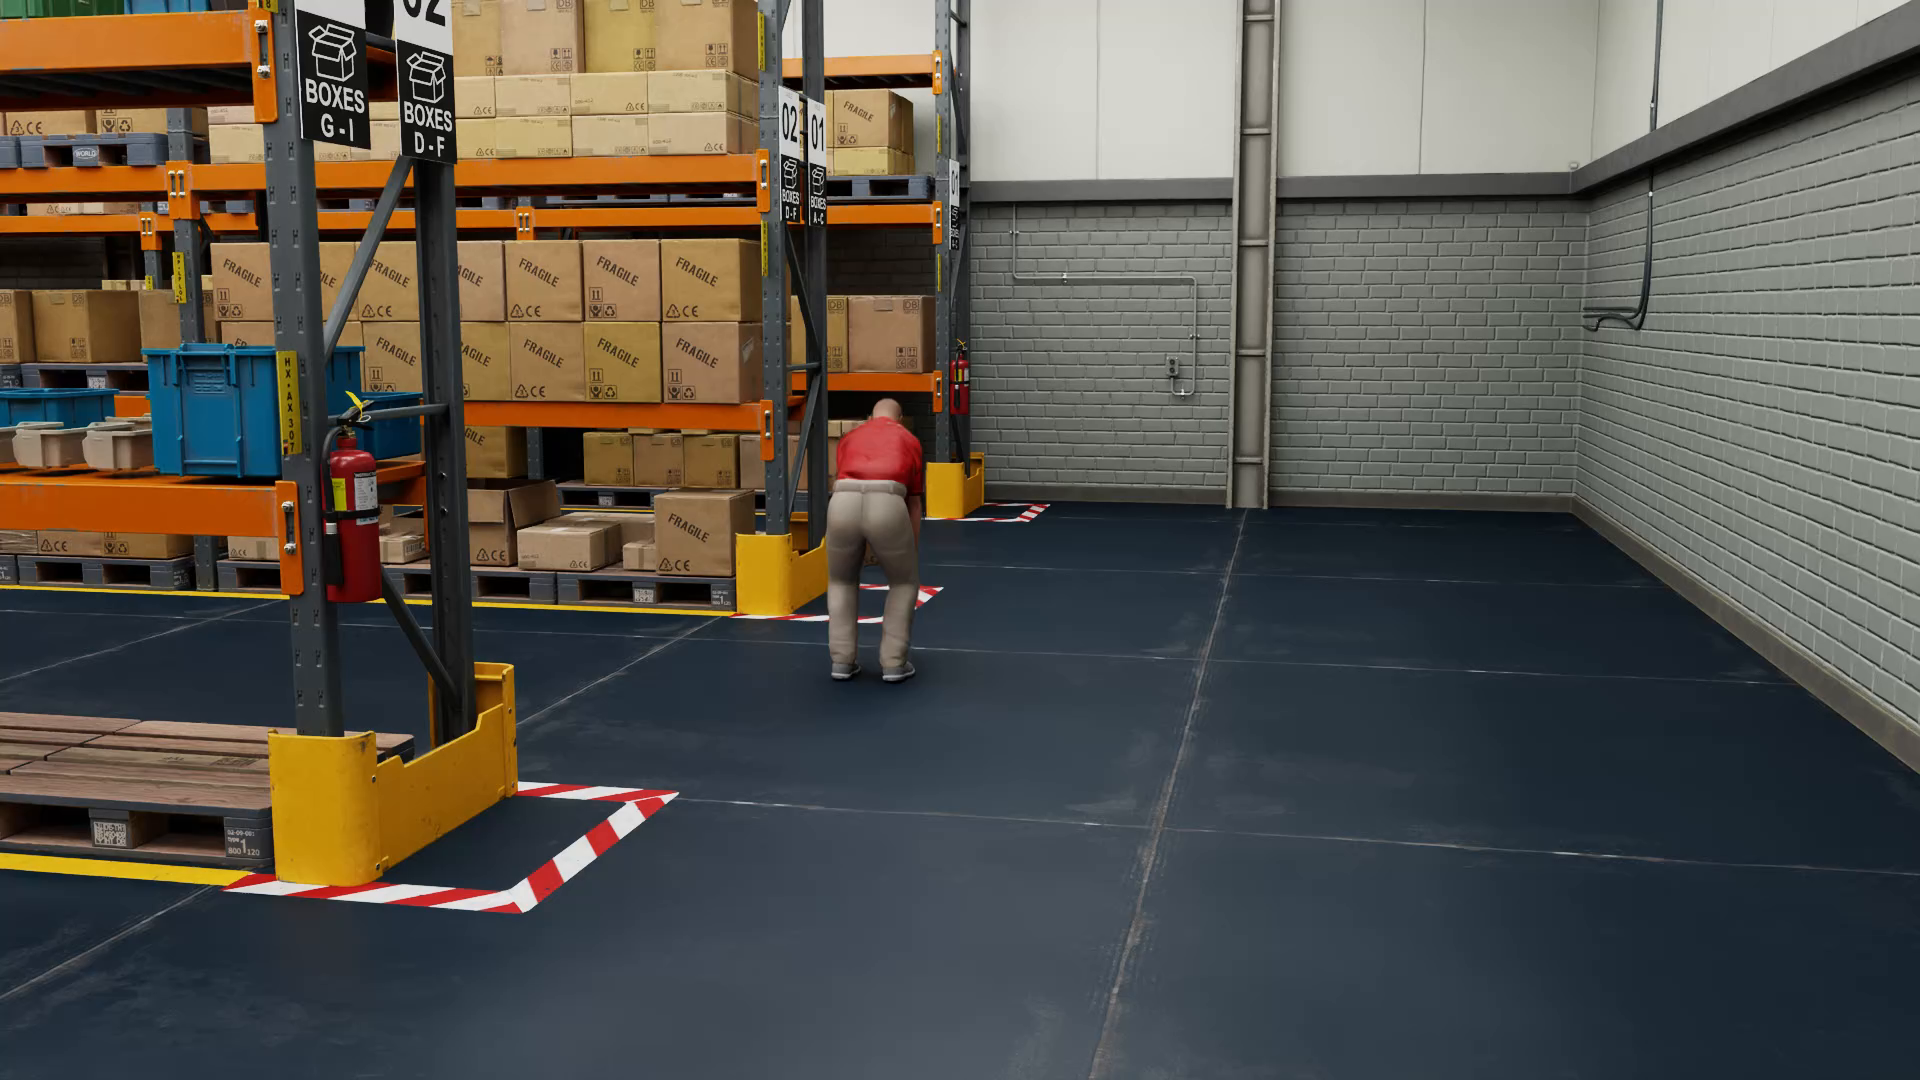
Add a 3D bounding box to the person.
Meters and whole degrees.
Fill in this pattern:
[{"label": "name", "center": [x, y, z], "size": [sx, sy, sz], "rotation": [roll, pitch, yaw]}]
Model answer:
[{"label": "person", "center": [-0.425, -0.019, 8.645], "size": [0.482, 1.255, 0.821], "rotation": [1, 8, 10]}]
